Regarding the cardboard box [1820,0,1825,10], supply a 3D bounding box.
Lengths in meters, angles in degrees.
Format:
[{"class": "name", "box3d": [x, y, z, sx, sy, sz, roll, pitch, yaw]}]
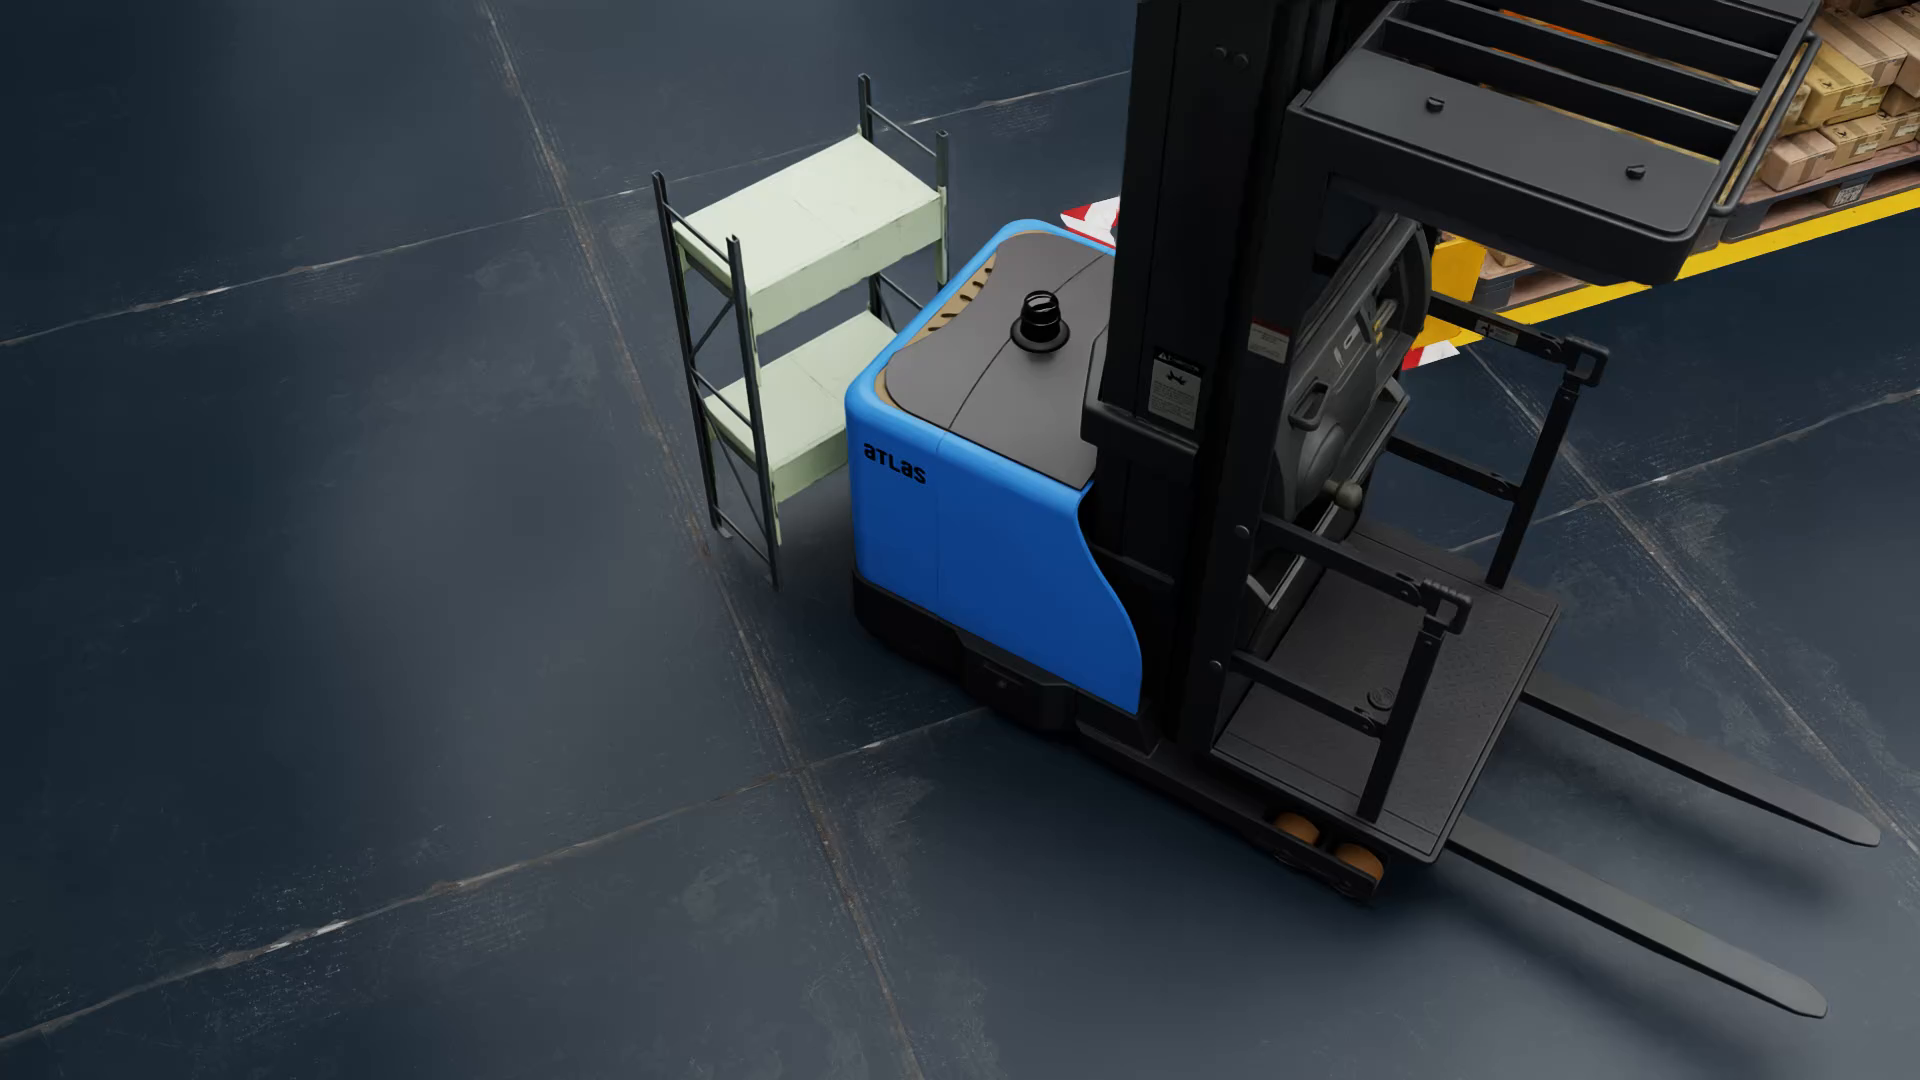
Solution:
[{"class": "cardboard box", "box3d": [3.370, -2.286, 6.946, 0.250, 0.149, 0.380, -17, 51, -14]}]

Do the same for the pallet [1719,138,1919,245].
[{"class": "pallet", "box3d": [3.484, -1.789, 7.147, 1.213, 0.211, 1.003, -17, 52, -14]}]

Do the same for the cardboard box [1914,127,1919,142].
[{"class": "cardboard box", "box3d": [4.032, -1.827, 6.944, 0.250, 0.149, 0.380, -17, 52, -14]}]

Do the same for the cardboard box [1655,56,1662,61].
[{"class": "cardboard box", "box3d": [2.857, -2.085, 6.970, 0.250, 0.149, 0.380, -17, 51, -14]}]

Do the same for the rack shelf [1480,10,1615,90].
[{"class": "rack shelf", "box3d": [3.372, -2.460, 6.359, 4.000, 0.370, 1.077, -17, 52, -14]}]

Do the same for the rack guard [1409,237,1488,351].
[{"class": "rack guard", "box3d": [1.591, -1.328, 6.561, 0.348, 0.500, 1.175, -17, 52, -14]}]

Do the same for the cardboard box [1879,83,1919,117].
[{"class": "cardboard box", "box3d": [3.812, -1.931, 6.837, 0.250, 0.149, 0.380, -19, 52, -16]}]

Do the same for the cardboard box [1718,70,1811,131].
[{"class": "cardboard box", "box3d": [3.084, -1.782, 6.513, 0.250, 0.149, 0.380, -15, 51, -13]}]

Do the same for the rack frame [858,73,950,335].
[{"class": "rack frame", "box3d": [-0.168, -0.786, 5.437, 0.023, 1.500, 0.400, -33, 57, -25]}]

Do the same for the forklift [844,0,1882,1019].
[{"class": "forklift", "box3d": [1.173, -0.379, 4.144, 3.031, 2.935, 1.130, 26, 54, 20]}]

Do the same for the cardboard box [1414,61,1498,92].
[{"class": "cardboard box", "box3d": [1.915, -1.852, 6.573, 0.250, 0.149, 0.380, -17, 51, -14]}]

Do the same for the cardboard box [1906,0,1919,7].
[{"class": "cardboard box", "box3d": [4.104, -2.387, 7.229, 0.250, 0.149, 0.380, -20, 52, -16]}]

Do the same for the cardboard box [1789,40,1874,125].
[{"class": "cardboard box", "box3d": [3.345, -1.825, 6.550, 0.250, 0.149, 0.380, -16, 51, -14]}]

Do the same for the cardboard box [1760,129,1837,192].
[{"class": "cardboard box", "box3d": [3.307, -1.609, 6.757, 0.250, 0.149, 0.380, -20, 52, -16]}]

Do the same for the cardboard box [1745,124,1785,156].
[{"class": "cardboard box", "box3d": [3.059, -1.707, 6.645, 0.250, 0.149, 0.380, -19, 52, -16]}]

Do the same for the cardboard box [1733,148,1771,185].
[{"class": "cardboard box", "box3d": [3.044, -1.599, 6.748, 0.250, 0.149, 0.380, -17, 51, -14]}]

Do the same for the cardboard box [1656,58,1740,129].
[{"class": "cardboard box", "box3d": [2.824, -1.709, 6.451, 0.250, 0.149, 0.380, -20, 52, -16]}]

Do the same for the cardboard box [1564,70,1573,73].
[{"class": "cardboard box", "box3d": [2.361, -2.047, 6.741, 0.250, 0.149, 0.380, -18, 52, -15]}]

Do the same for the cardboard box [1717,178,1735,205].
[{"class": "cardboard box", "box3d": [2.844, -1.459, 6.628, 0.250, 0.149, 0.380, -17, 51, -14]}]

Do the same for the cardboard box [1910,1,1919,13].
[{"class": "cardboard box", "box3d": [4.058, -2.045, 6.739, 0.250, 0.149, 0.380, -20, 52, -16]}]

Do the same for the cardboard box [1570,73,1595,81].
[{"class": "cardboard box", "box3d": [2.382, -1.927, 6.834, 0.250, 0.149, 0.380, -19, 52, -16]}]

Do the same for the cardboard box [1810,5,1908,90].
[{"class": "cardboard box", "box3d": [3.542, -1.965, 6.670, 0.250, 0.149, 0.380, -17, 51, -14]}]

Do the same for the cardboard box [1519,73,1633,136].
[{"class": "cardboard box", "box3d": [2.344, -1.597, 6.355, 0.250, 0.149, 0.380, -16, 51, -14]}]

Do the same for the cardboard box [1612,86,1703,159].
[{"class": "cardboard box", "box3d": [2.626, -1.580, 6.340, 0.250, 0.149, 0.380, -17, 52, -14]}]

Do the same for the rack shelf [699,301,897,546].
[{"class": "rack shelf", "box3d": [-0.448, -0.395, 5.531, 0.720, 0.370, 0.431, -33, 57, -25]}]

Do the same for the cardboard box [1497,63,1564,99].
[{"class": "cardboard box", "box3d": [2.170, -1.884, 6.601, 0.250, 0.149, 0.380, -16, 51, -14]}]

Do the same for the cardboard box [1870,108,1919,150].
[{"class": "cardboard box", "box3d": [3.765, -1.799, 6.920, 0.250, 0.149, 0.380, -16, 51, -14]}]

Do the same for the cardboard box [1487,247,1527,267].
[{"class": "cardboard box", "box3d": [2.127, -1.254, 6.452, 0.250, 0.149, 0.380, -16, 51, -14]}]

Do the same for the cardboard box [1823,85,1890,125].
[{"class": "cardboard box", "box3d": [3.549, -1.884, 6.797, 0.250, 0.149, 0.380, -15, 51, -13]}]

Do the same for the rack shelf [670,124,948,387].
[{"class": "rack shelf", "box3d": [-0.448, -0.862, 4.987, 0.720, 0.370, 0.431, -33, 57, -25]}]

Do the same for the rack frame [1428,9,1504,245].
[{"class": "rack frame", "box3d": [1.521, -2.120, 5.594, 0.127, 3.000, 1.000, -17, 52, -14]}]

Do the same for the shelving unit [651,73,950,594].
[{"class": "shelving unit", "box3d": [-0.448, -0.608, 5.283, 0.755, 1.500, 0.431, -33, 57, -25]}]

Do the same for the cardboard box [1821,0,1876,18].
[{"class": "cardboard box", "box3d": [3.613, -2.329, 6.983, 0.250, 0.149, 0.380, -19, 52, -16]}]

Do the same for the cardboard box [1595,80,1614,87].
[{"class": "cardboard box", "box3d": [2.670, -1.932, 6.838, 0.250, 0.149, 0.380, -18, 52, -15]}]

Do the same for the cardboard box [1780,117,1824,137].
[{"class": "cardboard box", "box3d": [3.295, -1.814, 6.737, 0.250, 0.149, 0.380, -15, 51, -12]}]

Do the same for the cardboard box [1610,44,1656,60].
[{"class": "cardboard box", "box3d": [2.625, -2.077, 6.767, 0.250, 0.149, 0.380, -19, 52, -16]}]

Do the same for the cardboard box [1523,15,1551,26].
[{"class": "cardboard box", "box3d": [1.945, -1.901, 5.571, 0.250, 0.149, 0.380, -18, 52, -15]}]

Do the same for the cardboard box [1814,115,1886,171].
[{"class": "cardboard box", "box3d": [3.554, -1.707, 6.841, 0.250, 0.149, 0.380, -17, 52, -14]}]

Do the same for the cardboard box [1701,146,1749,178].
[{"class": "cardboard box", "box3d": [2.850, -1.564, 6.522, 0.250, 0.149, 0.380, -16, 51, -13]}]

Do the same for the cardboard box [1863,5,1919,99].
[{"class": "cardboard box", "box3d": [3.813, -1.959, 6.665, 0.250, 0.149, 0.380, -19, 52, -16]}]

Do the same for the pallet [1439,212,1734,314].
[{"class": "pallet", "box3d": [2.357, -1.442, 6.849, 1.213, 0.211, 1.003, -17, 52, -14]}]

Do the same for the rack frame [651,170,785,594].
[{"class": "rack frame", "box3d": [-0.728, -0.429, 5.130, 0.023, 1.500, 0.400, -33, 57, -25]}]

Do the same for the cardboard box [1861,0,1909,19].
[{"class": "cardboard box", "box3d": [3.841, -2.325, 7.176, 0.250, 0.149, 0.380, -15, 51, -13]}]
